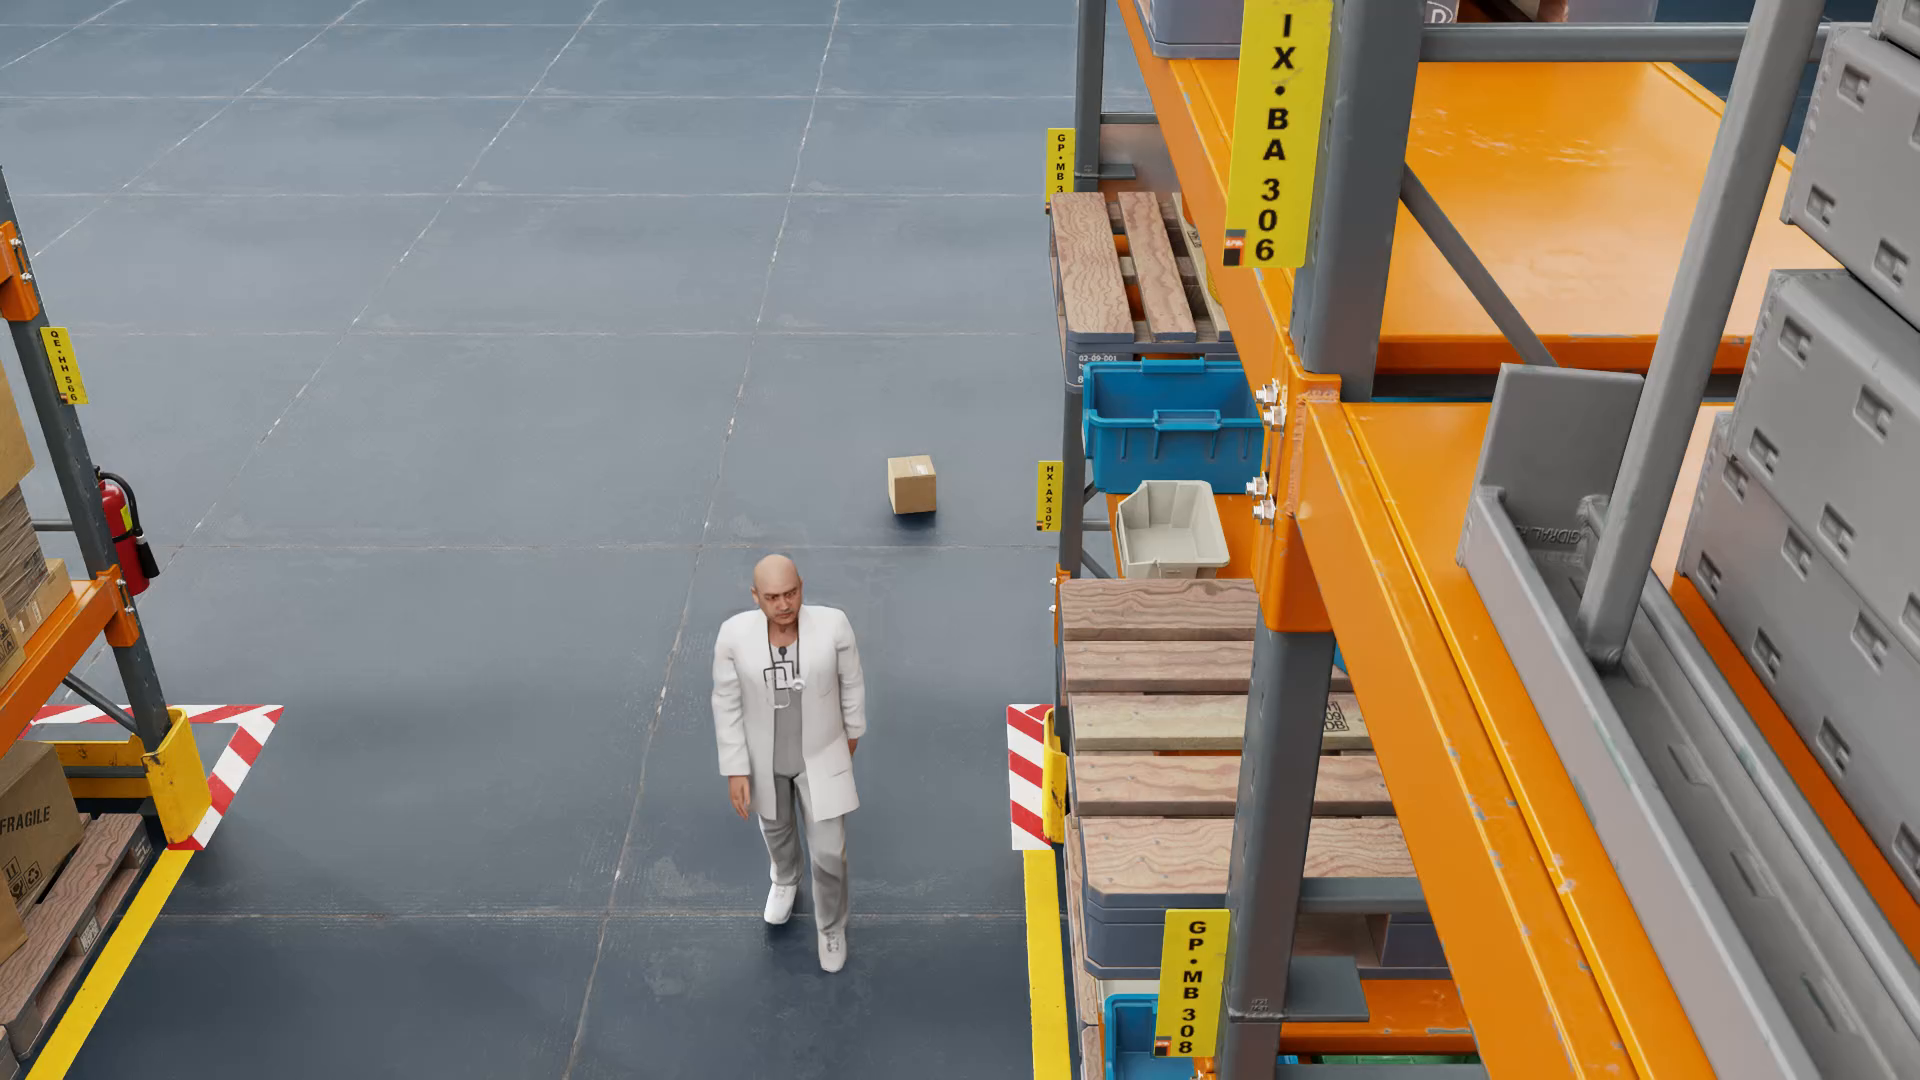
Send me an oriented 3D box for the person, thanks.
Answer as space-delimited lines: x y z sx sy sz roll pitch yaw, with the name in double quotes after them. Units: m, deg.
-0.661 0.863 6.548 0.578 1.847 0.590 0 31 0 "person"
